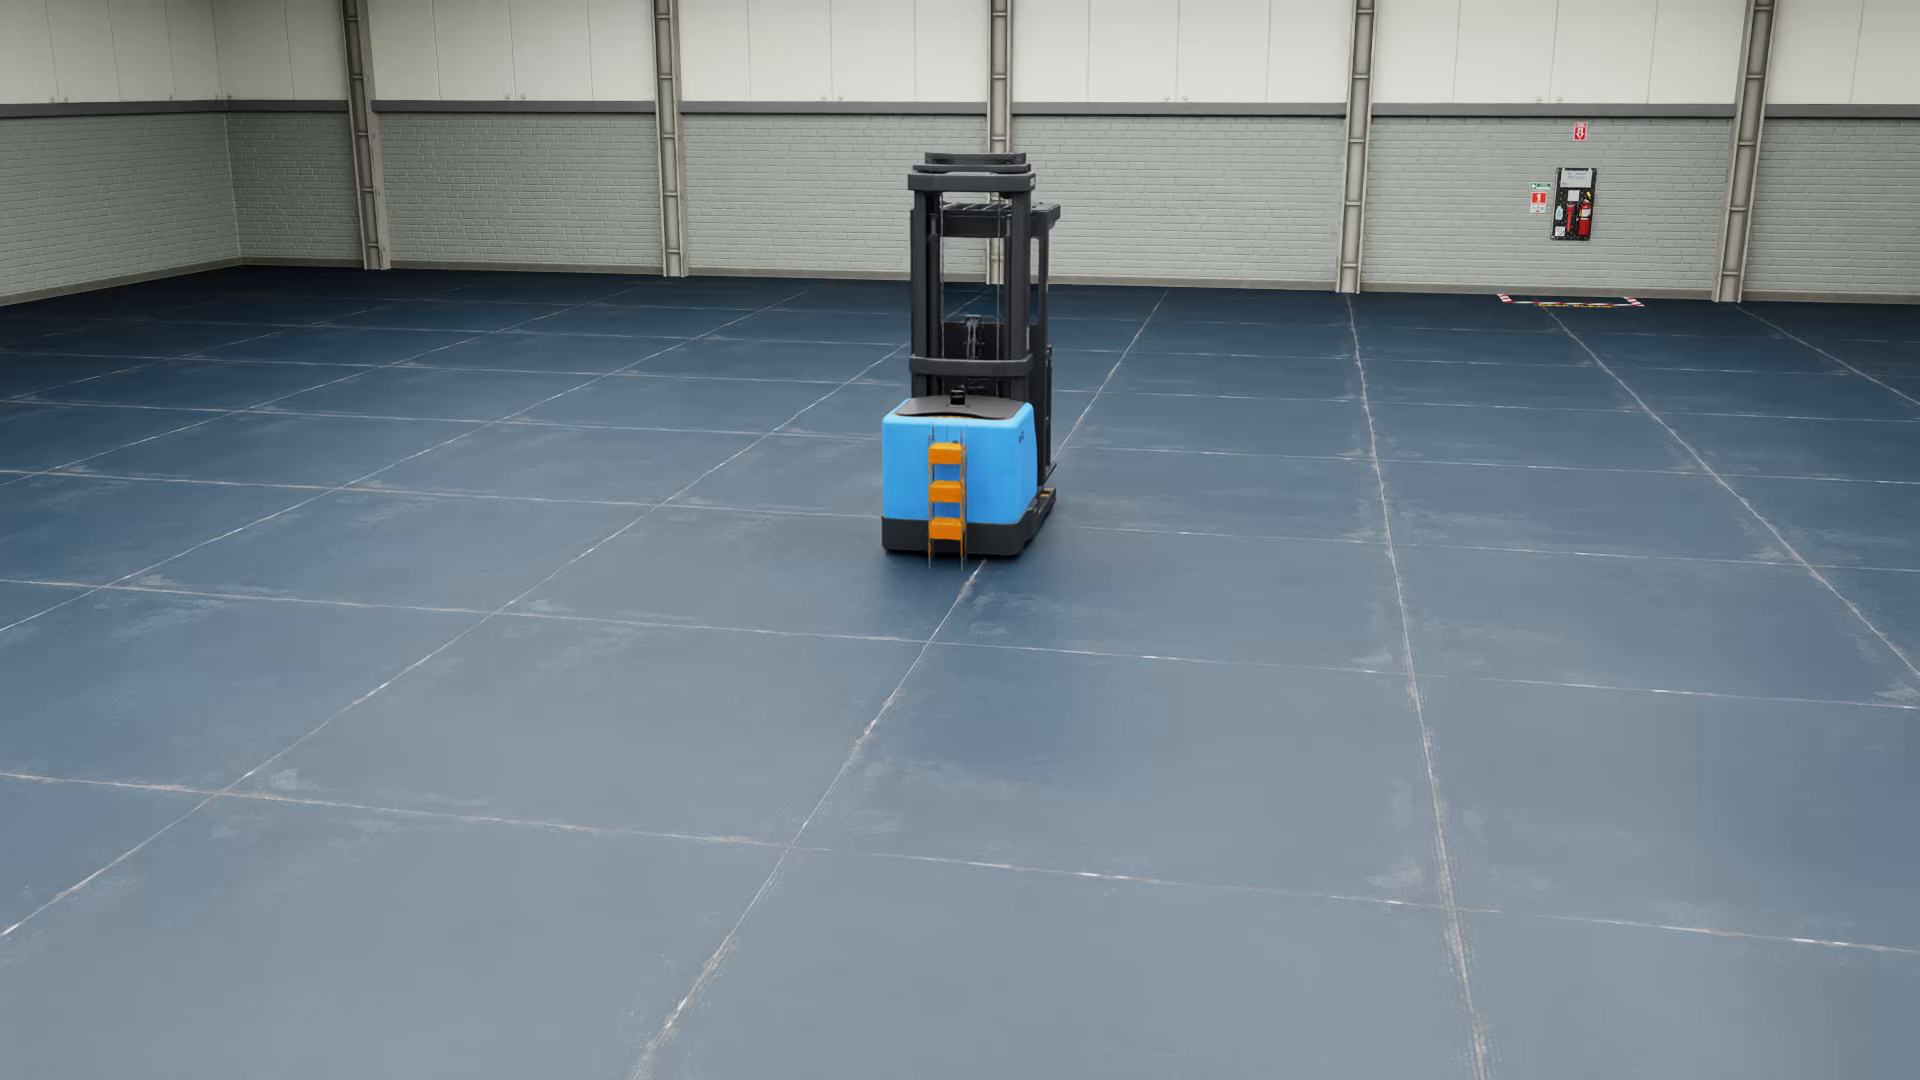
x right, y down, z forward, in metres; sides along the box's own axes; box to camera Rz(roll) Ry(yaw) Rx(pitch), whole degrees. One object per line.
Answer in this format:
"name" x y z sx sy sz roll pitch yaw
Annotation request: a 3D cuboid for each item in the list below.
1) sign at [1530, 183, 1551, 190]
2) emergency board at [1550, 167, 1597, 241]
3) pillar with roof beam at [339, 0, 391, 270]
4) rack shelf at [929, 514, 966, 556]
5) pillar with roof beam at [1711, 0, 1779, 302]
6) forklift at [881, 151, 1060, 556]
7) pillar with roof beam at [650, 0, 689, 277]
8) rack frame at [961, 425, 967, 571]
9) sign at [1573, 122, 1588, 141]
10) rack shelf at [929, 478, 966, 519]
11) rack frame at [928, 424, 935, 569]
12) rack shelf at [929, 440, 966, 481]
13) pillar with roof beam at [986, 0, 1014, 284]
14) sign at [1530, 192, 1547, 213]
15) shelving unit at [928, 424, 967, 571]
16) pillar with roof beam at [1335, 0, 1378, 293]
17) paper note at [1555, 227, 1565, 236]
"sign" 9.512 -5.800 27.252 0.331 0.109 0.001 3 16 11
"emergency board" 10.030 -5.474 27.133 0.643 1.169 0.194 3 16 11
"pillar with roof beam" -11.932 -8.374 26.365 0.400 9.000 9.100 3 16 11
"rack shelf" -0.090 -0.032 12.221 0.240 0.259 0.215 3 16 10
"pillar with roof beam" 11.586 -7.097 21.756 0.400 9.000 9.100 3 16 11
"forklift" 0.199 -1.646 13.444 1.130 2.935 3.031 3 16 11
"pillar with roof beam" -6.053 -8.055 25.213 0.400 9.000 9.100 3 16 11
"rack frame" 0.030 -0.304 12.123 0.008 1.050 0.200 3 16 10
"sign" 10.042 -6.617 26.919 0.199 0.298 0.001 3 16 11
"rack shelf" -0.090 -0.300 12.147 0.240 0.259 0.215 3 16 10
"rack frame" -0.210 -0.316 12.165 0.008 1.050 0.200 3 16 10
"rack shelf" -0.090 -0.573 12.071 0.240 0.259 0.215 3 16 10
"pillar with roof beam" -0.173 -7.735 24.060 0.400 9.000 9.100 3 16 11
"sign" 9.509 -5.547 27.332 0.234 0.329 0.001 3 16 11
"shelving unit" -0.090 -0.310 12.144 0.252 1.050 0.215 3 16 10
"pillar with roof beam" 5.707 -7.416 22.908 0.400 9.000 9.100 3 16 11
"paper note" 9.871 -5.077 27.350 0.142 0.148 0.016 3 16 11
